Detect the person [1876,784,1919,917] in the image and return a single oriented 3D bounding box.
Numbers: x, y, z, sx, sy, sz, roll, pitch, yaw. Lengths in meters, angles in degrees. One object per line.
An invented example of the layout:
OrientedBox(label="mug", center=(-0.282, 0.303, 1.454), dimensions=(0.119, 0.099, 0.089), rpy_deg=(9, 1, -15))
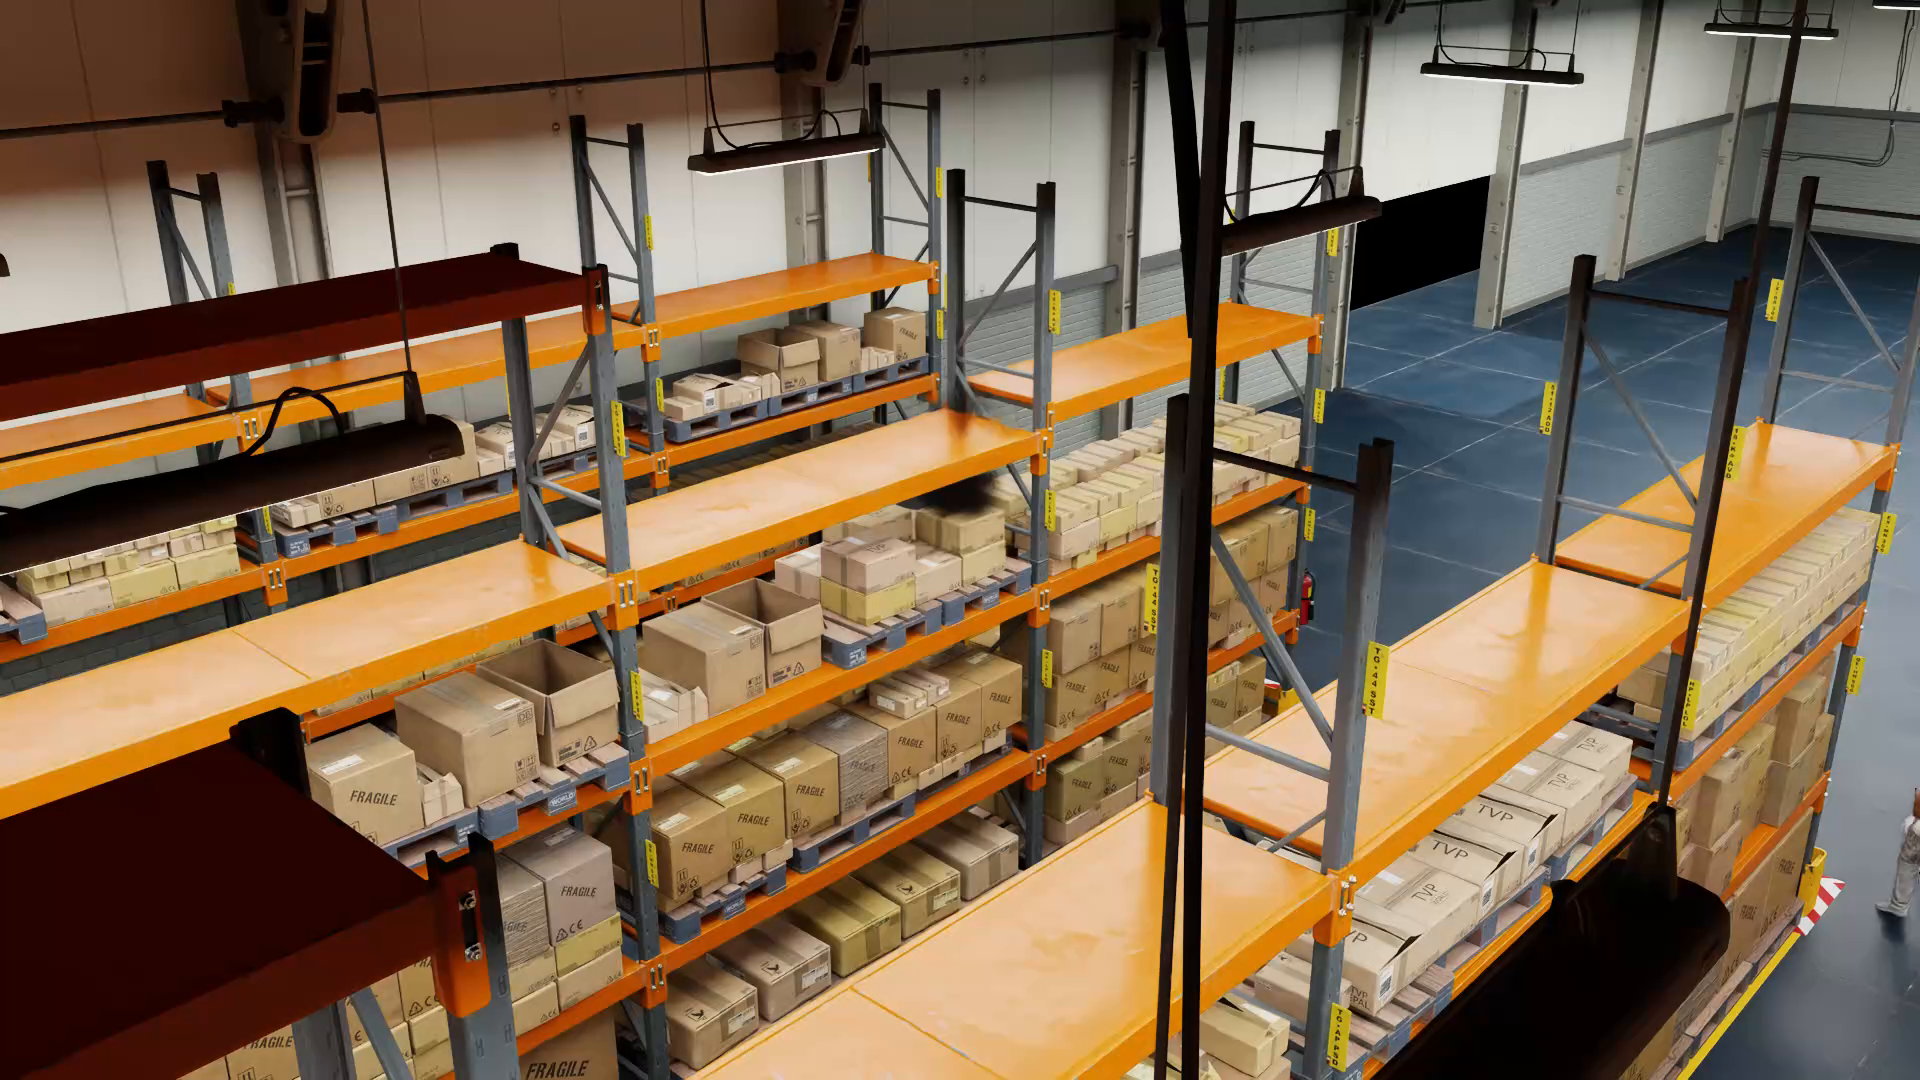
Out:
OrientedBox(label="person", center=(7.923, 2.416, 13.416), dimensions=(0.701, 1.770, 1.005), rpy_deg=(5, 22, 12))
